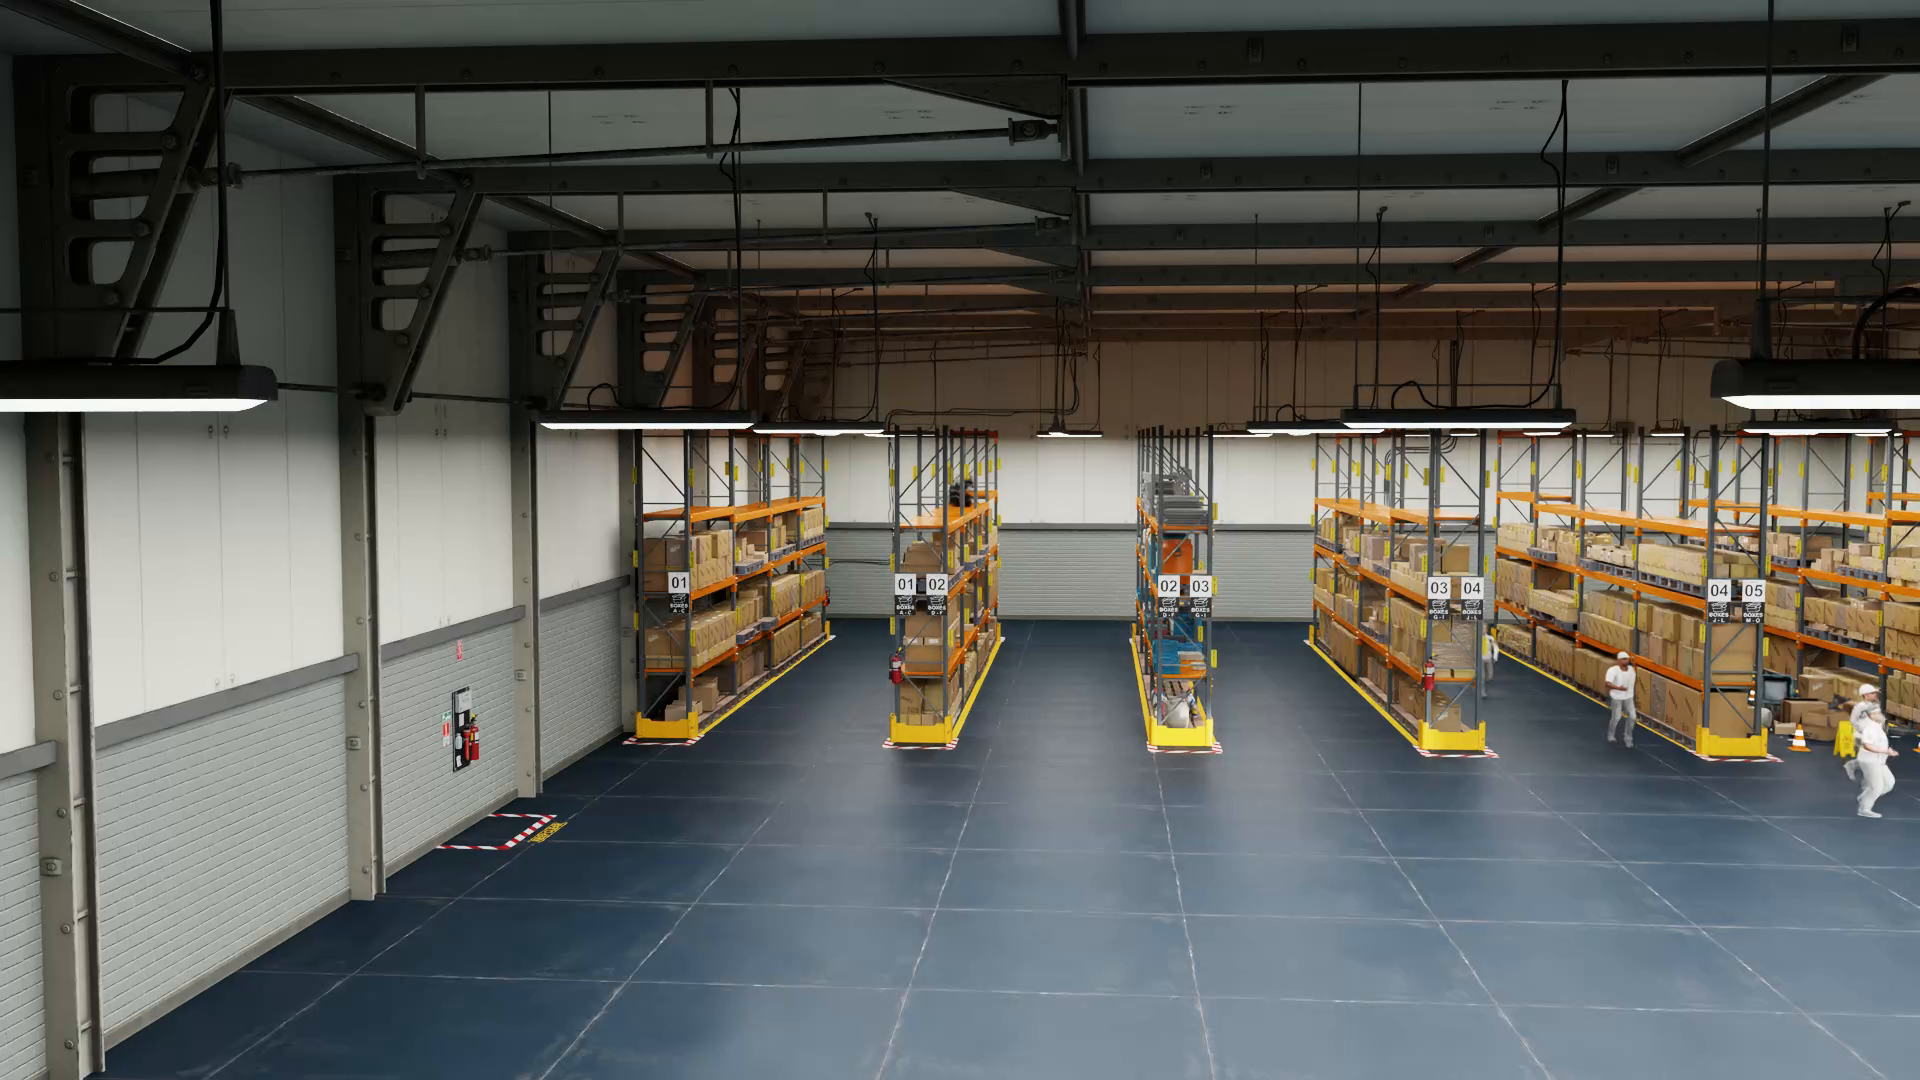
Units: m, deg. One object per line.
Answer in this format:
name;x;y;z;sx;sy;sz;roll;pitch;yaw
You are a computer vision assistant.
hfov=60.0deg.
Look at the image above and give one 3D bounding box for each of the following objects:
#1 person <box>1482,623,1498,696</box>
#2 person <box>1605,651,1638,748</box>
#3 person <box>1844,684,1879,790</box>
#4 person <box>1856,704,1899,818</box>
person;11.707;2.661;37.184;0.667;1.640;0.544;0;3;-1
person;12.382;2.994;31.054;0.726;1.838;0.744;0;3;-7
person;14.807;3.221;27.276;0.687;1.734;0.640;-2;4;-36
person;13.897;3.335;25.162;0.577;1.740;0.672;3;4;38
